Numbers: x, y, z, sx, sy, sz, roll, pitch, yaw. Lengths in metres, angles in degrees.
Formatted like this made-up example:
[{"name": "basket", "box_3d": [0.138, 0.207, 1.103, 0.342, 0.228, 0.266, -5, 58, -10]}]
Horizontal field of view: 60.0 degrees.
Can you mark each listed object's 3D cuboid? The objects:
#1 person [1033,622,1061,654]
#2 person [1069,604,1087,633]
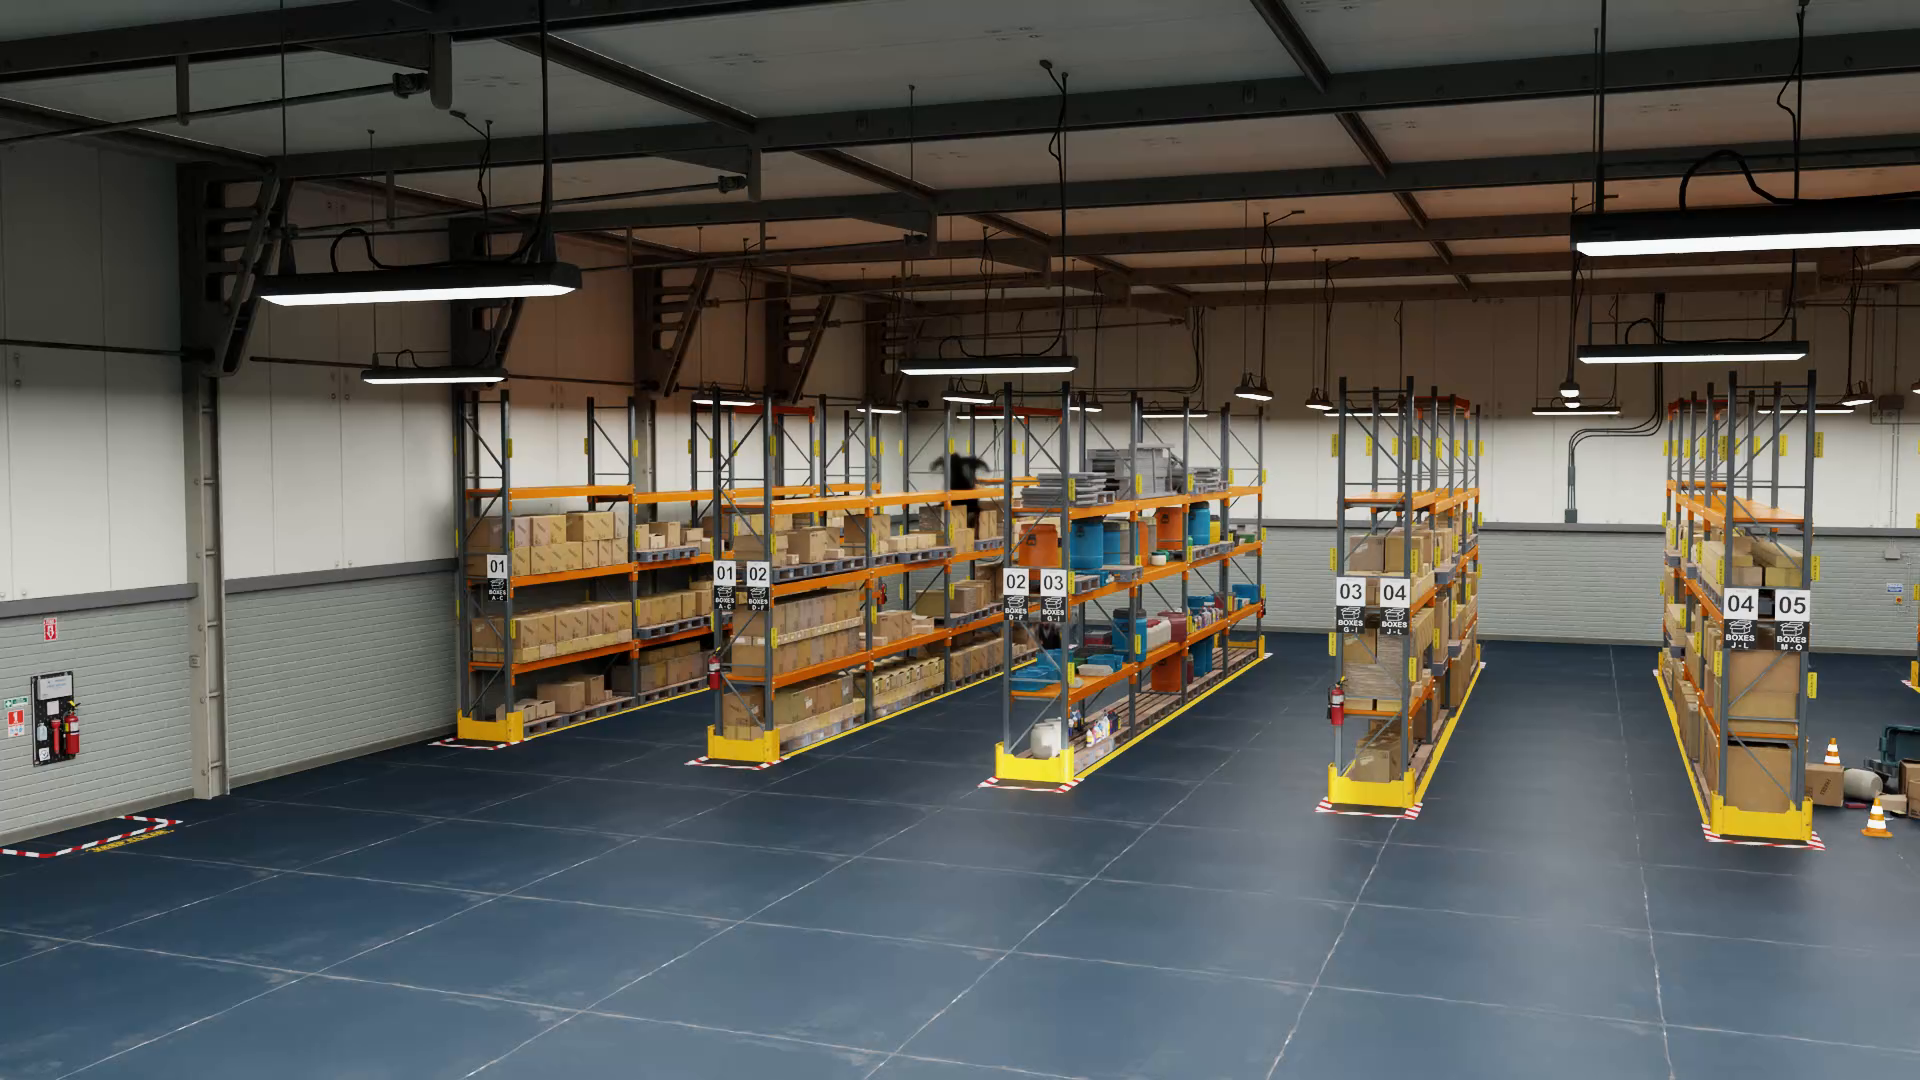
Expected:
[{"name": "person", "box_3d": [1.845, 2.318, 34.259, 0.702, 1.682, 0.989, 1, 3, 9]}, {"name": "person", "box_3d": [2.923, 1.864, 42.537, 0.554, 1.595, 0.864, -3, 4, -41]}]
